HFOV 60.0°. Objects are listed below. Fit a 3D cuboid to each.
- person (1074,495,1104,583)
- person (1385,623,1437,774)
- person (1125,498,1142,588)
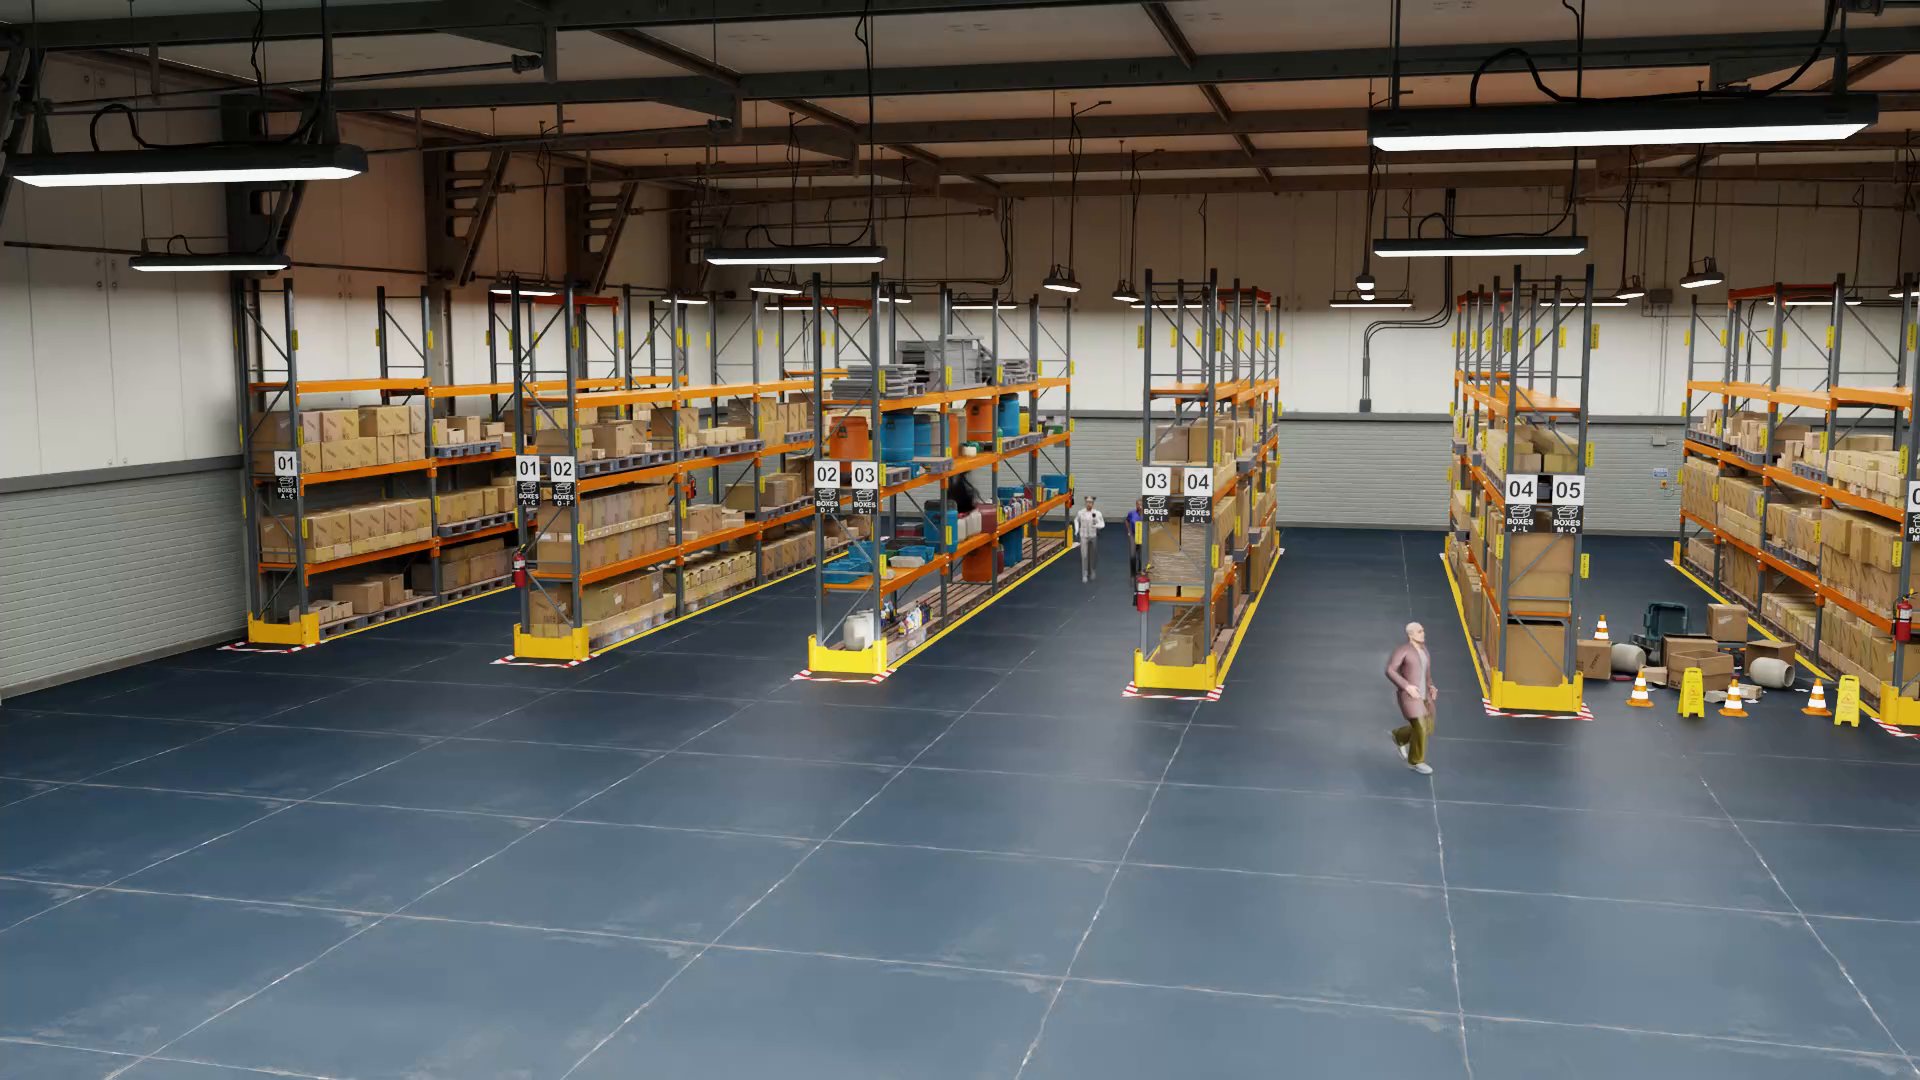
[{"bbox_3d":[2.538,-0.025,32.753,0.613,1.721,0.896,1,7,8],"label":"person"},{"bbox_3d":[5.233,1.785,19.437,0.742,1.668,0.642,-6,9,-39],"label":"person"},{"bbox_3d":[3.525,0.045,32.810,0.555,1.737,0.749,1,7,9],"label":"person"}]
